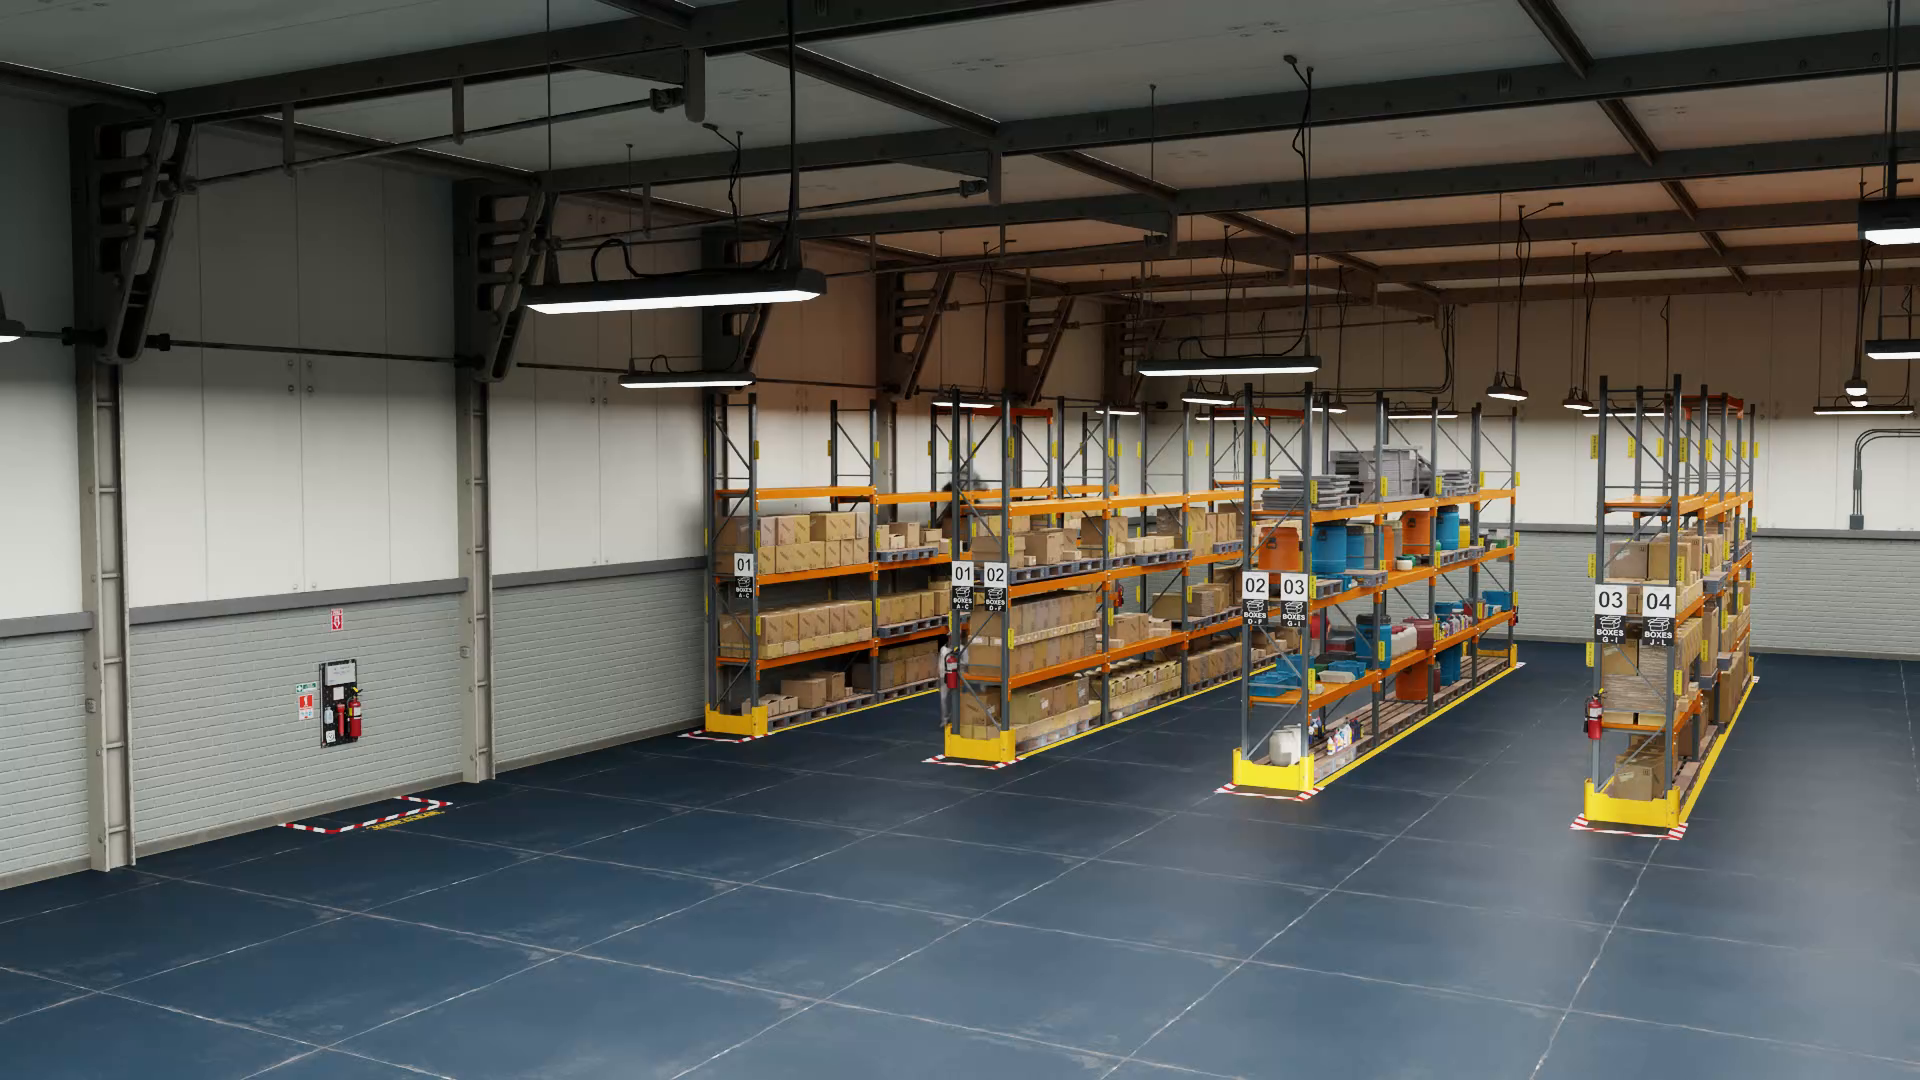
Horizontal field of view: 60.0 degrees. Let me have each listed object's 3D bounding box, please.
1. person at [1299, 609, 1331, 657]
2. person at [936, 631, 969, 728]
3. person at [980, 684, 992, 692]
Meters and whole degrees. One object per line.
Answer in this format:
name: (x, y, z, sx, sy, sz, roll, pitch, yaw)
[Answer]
person: (7.484, 2.233, 35.151, 0.648, 1.778, 0.849, 1, 3, 17)
person: (-0.144, 2.493, 30.160, 0.668, 1.748, 0.896, 1, 3, 21)
person: (0.552, 2.481, 30.639, 0.619, 1.692, 0.838, 1, 3, 24)
